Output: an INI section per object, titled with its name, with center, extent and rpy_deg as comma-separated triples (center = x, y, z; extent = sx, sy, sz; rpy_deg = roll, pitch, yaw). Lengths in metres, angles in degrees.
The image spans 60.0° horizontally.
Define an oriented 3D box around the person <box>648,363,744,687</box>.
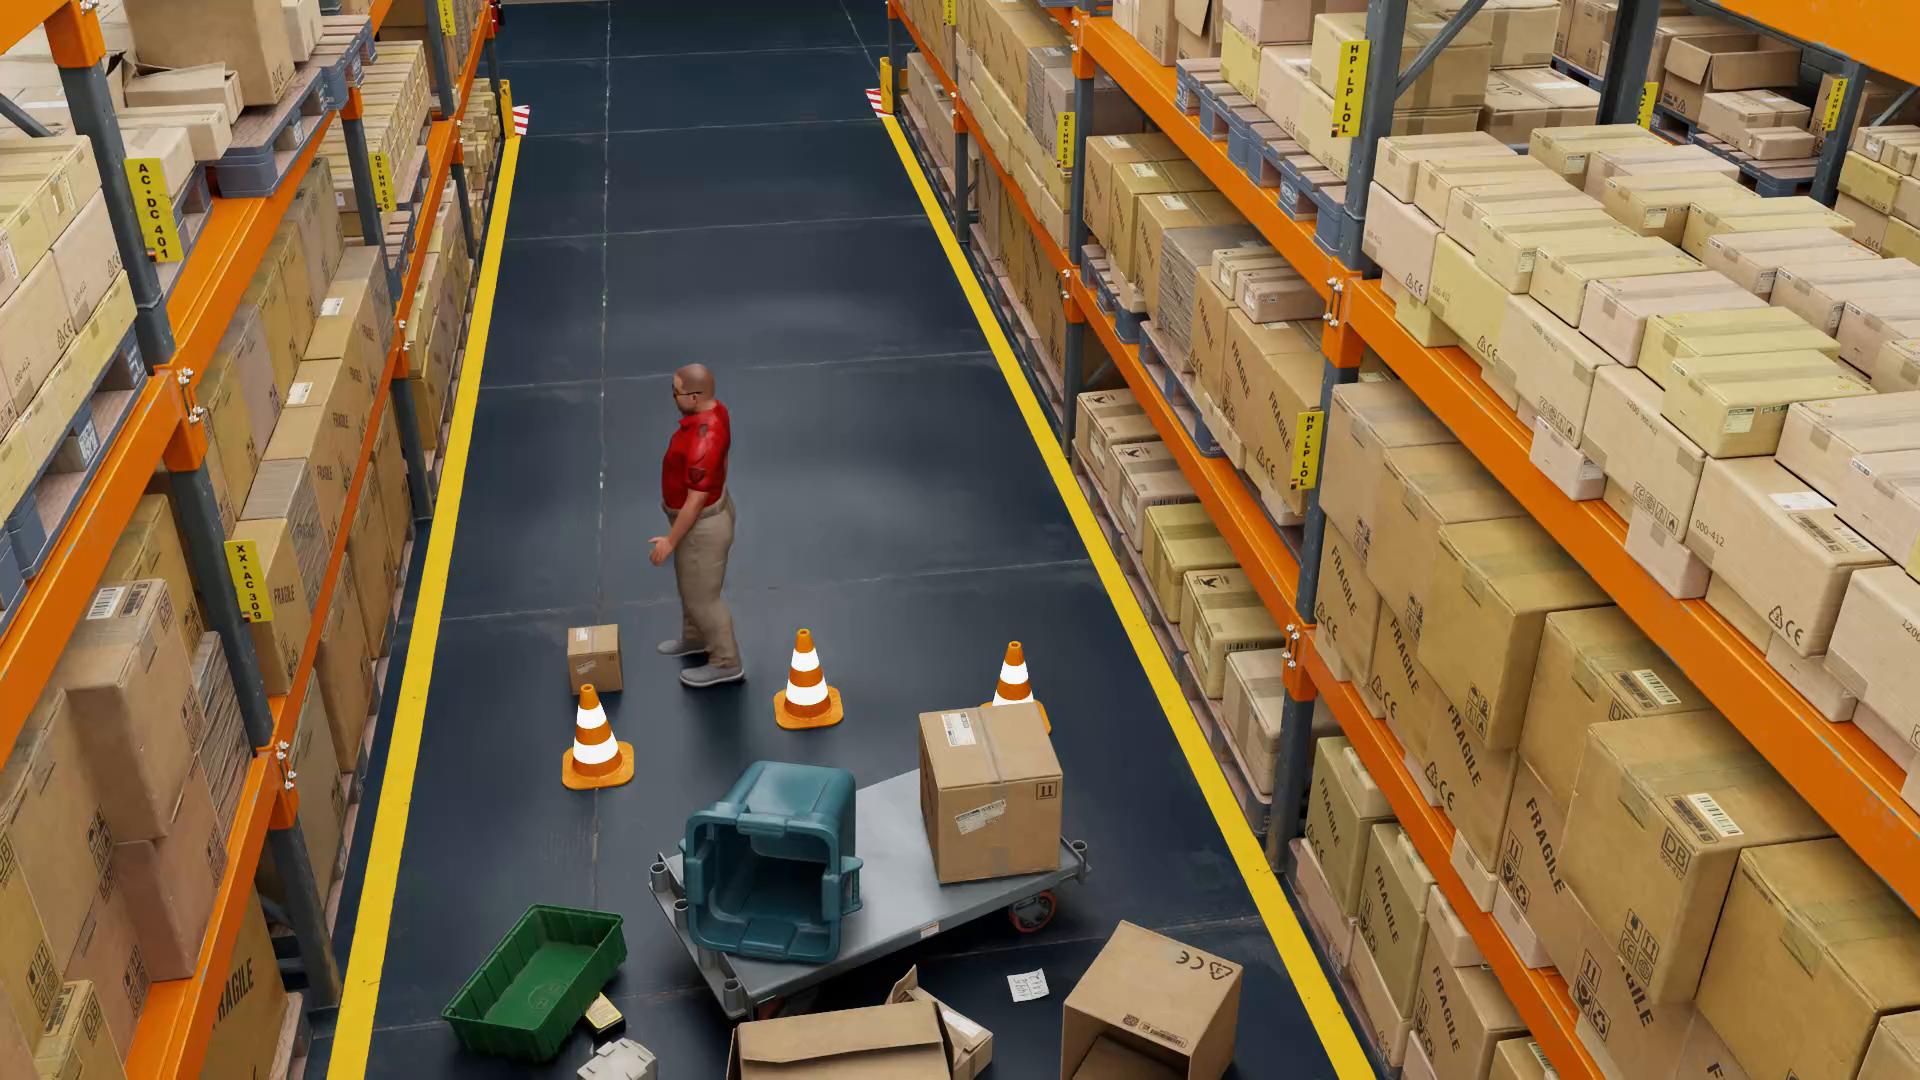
[person]
center = -1.362, -0.062, 8.256
extent = 0.492, 1.758, 0.579
rpy_deg = -1, 31, -2
